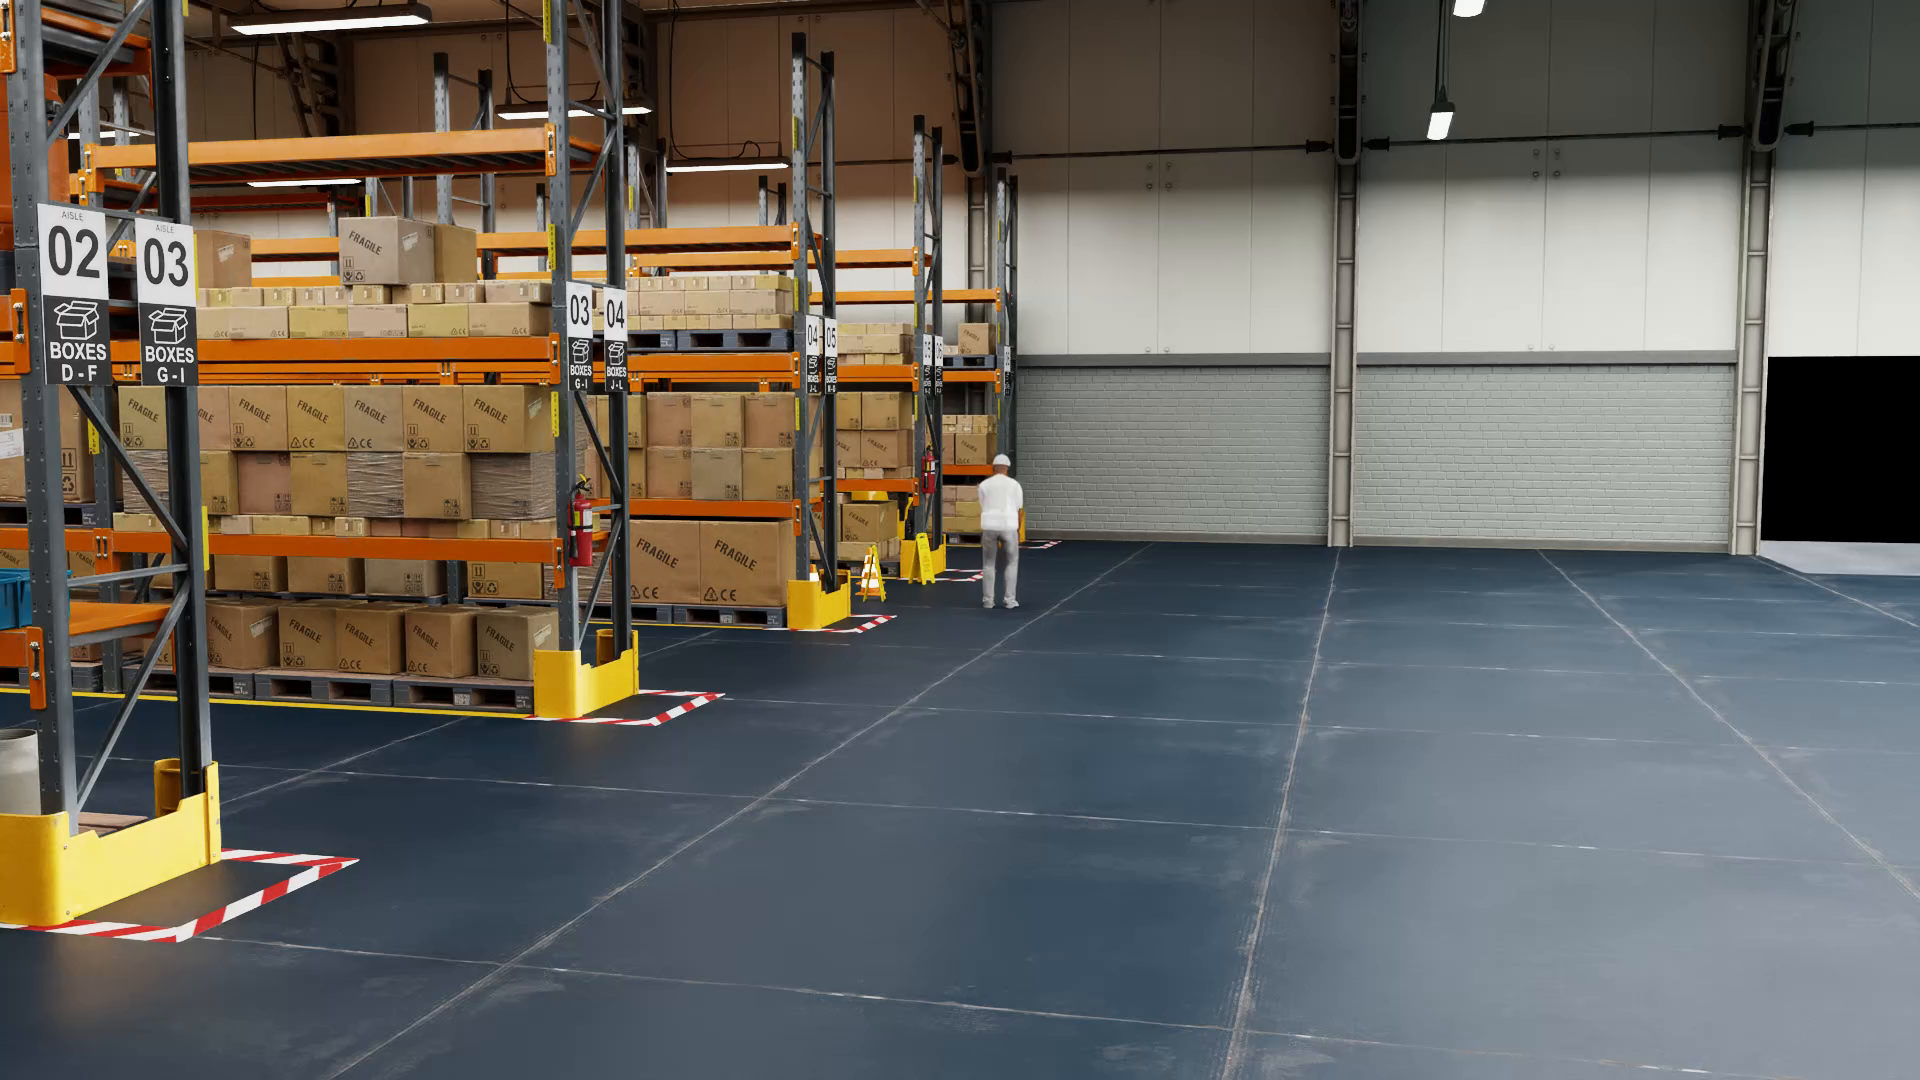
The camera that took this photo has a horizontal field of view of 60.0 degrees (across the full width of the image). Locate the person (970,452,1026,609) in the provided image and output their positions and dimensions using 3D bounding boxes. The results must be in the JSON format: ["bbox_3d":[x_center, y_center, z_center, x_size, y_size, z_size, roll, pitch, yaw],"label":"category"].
[{"bbox_3d":[0.430,-0.111,18.749,0.629,1.759,0.458,1,5,10],"label":"person"}]
